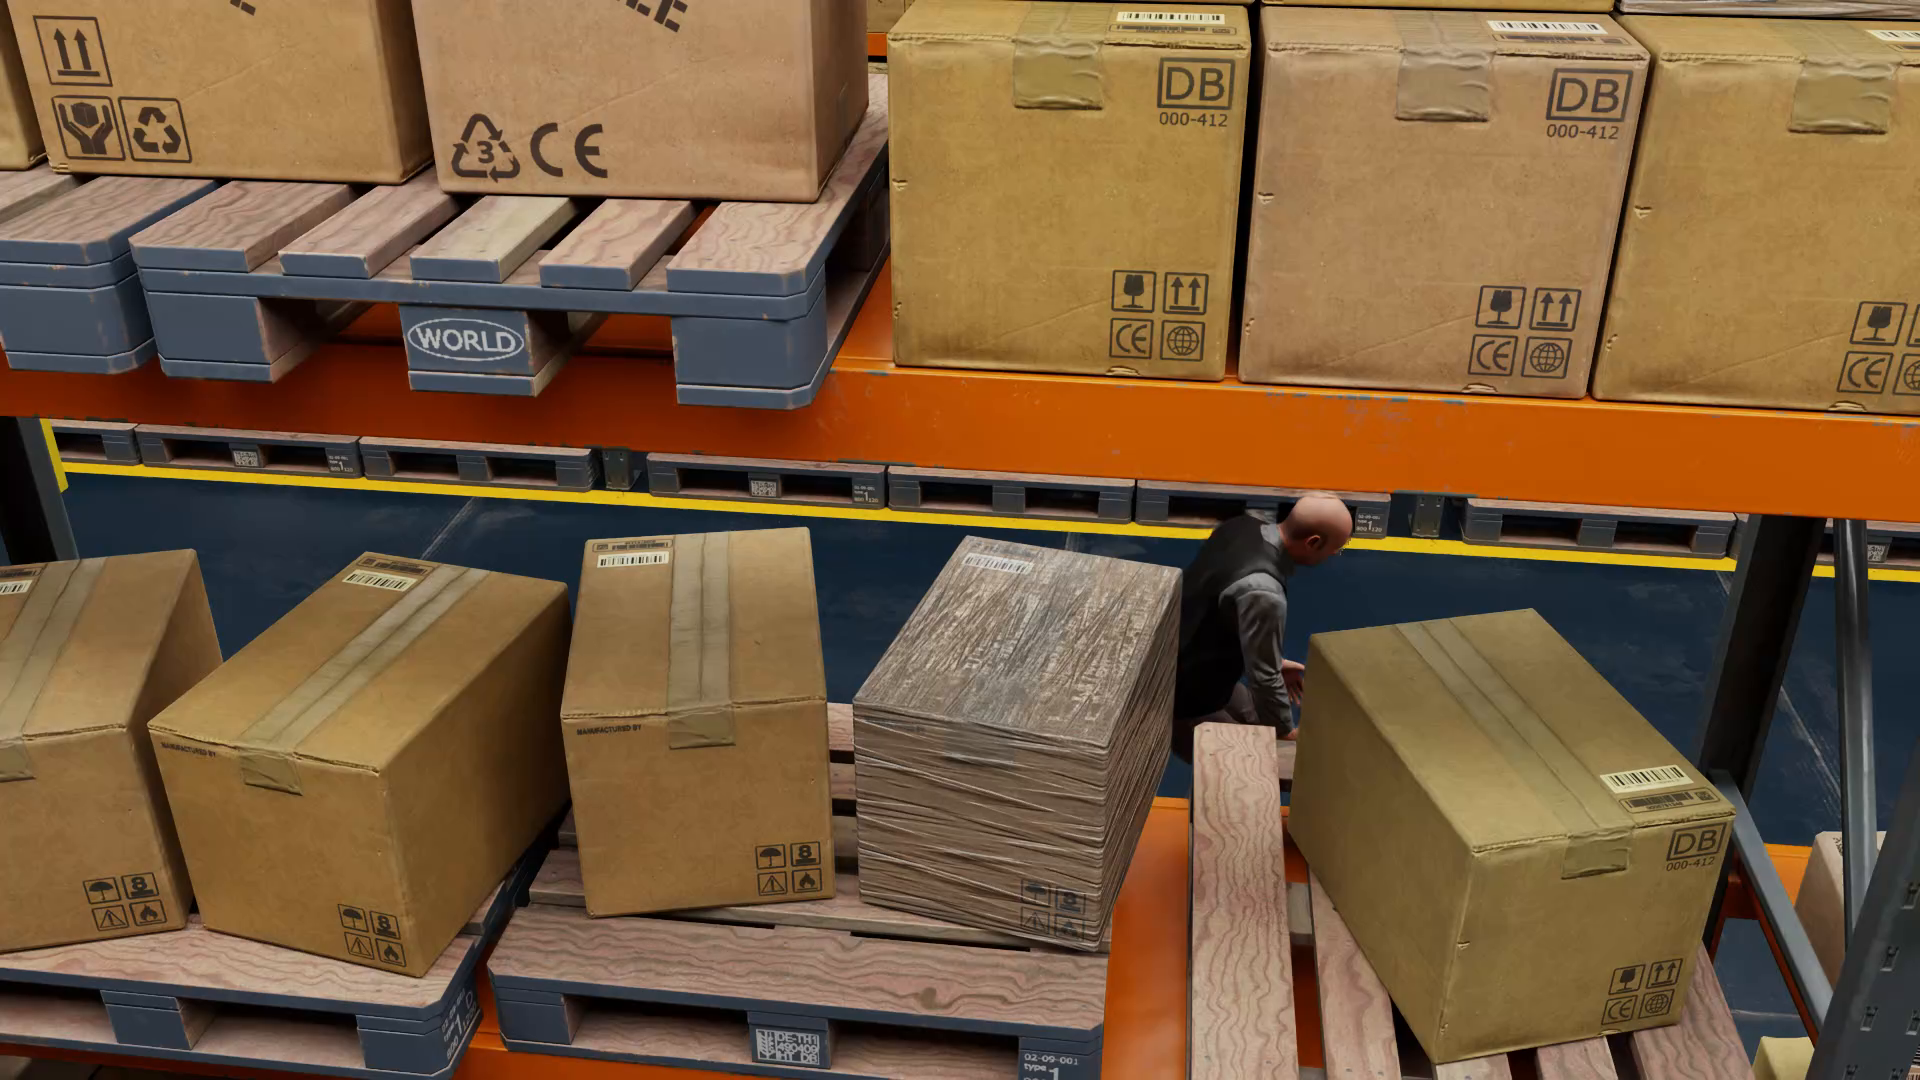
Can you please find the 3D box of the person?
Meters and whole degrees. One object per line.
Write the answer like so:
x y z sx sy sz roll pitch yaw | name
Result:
0.890 0.495 5.515 0.670 1.455 0.590 4 28 7 | person
